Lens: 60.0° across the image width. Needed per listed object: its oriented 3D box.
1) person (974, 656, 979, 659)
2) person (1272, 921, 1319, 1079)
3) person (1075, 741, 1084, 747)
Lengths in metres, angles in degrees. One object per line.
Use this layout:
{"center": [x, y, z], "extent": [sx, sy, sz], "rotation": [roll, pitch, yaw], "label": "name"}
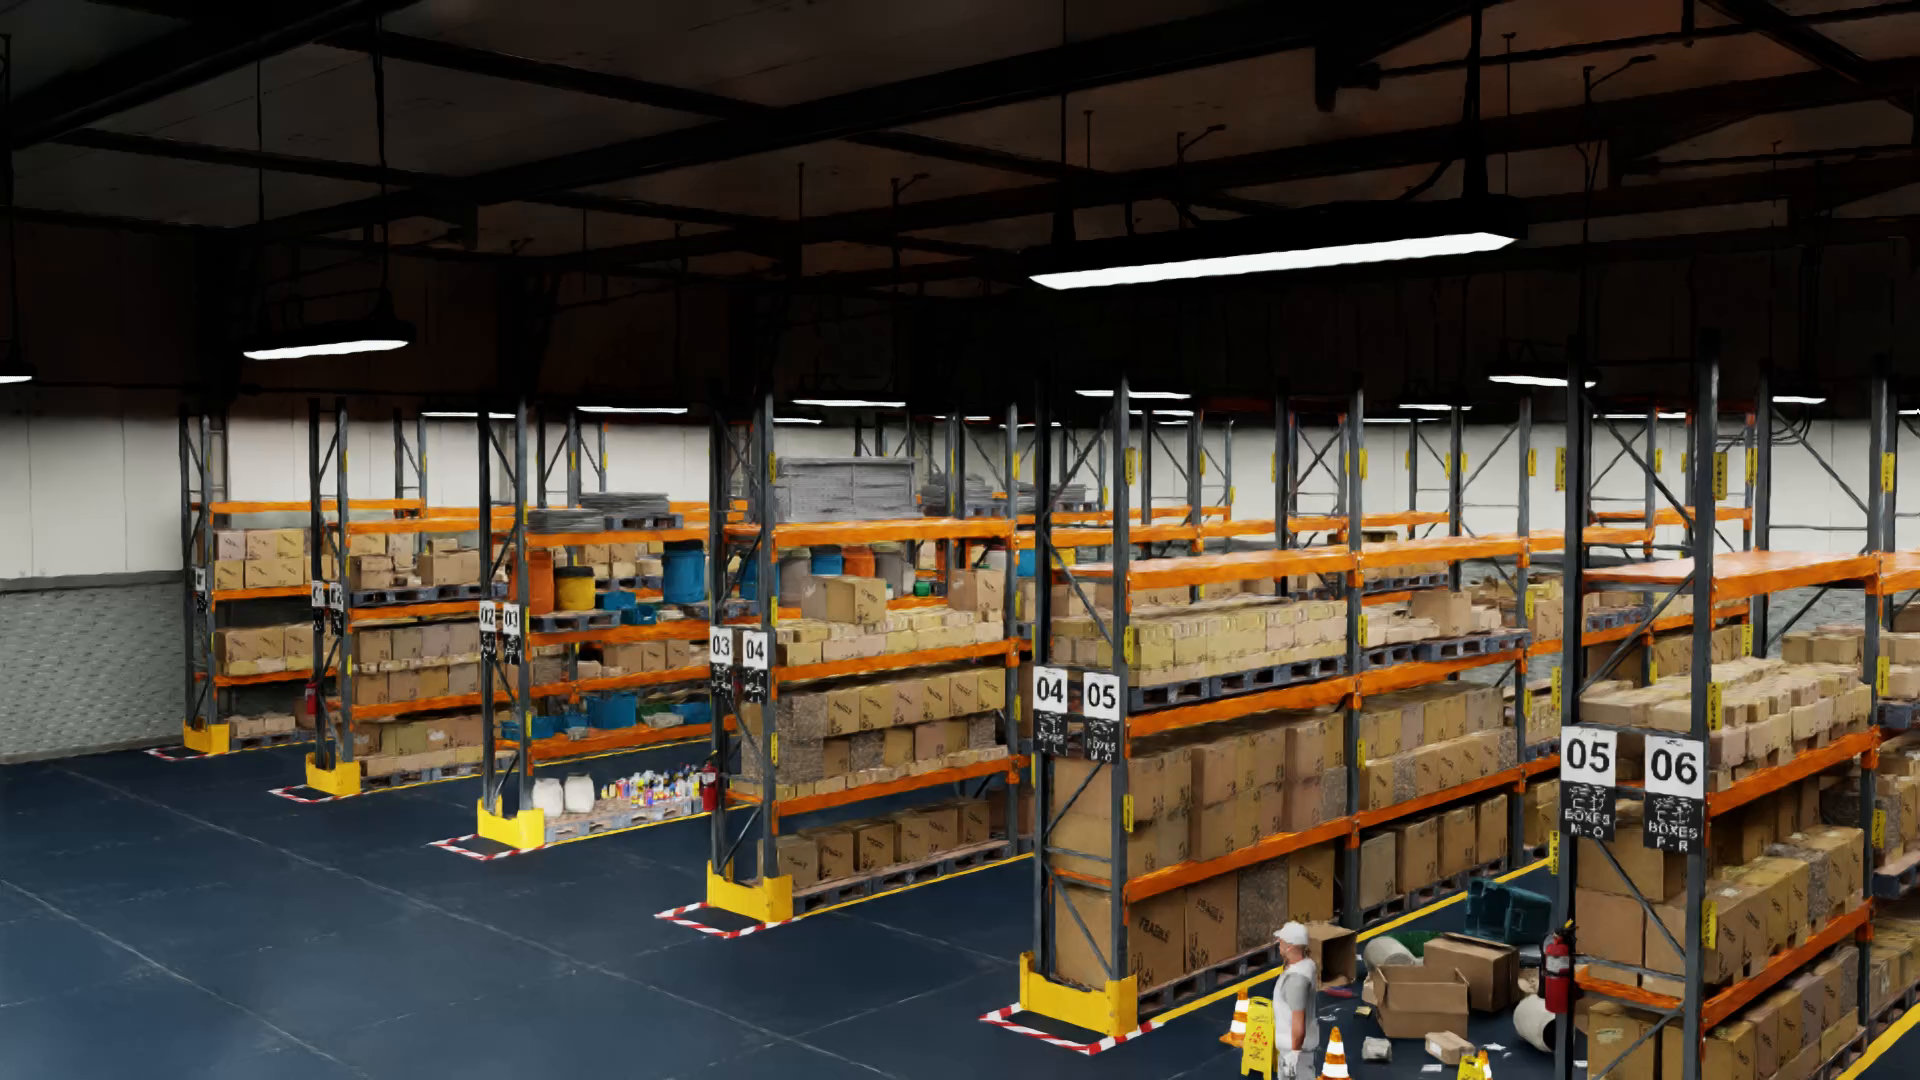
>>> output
{"center": [0.511, 2.287, 38.366], "extent": [0.363, 1.685, 0.601], "rotation": [2, 4, 36], "label": "person"}
{"center": [2.490, 3.649, 11.997], "extent": [0.542, 1.782, 0.643], "rotation": [1, 3, 15], "label": "person"}
{"center": [1.591, 3.281, 20.754], "extent": [0.625, 1.596, 0.517], "rotation": [3, 4, 40], "label": "person"}
